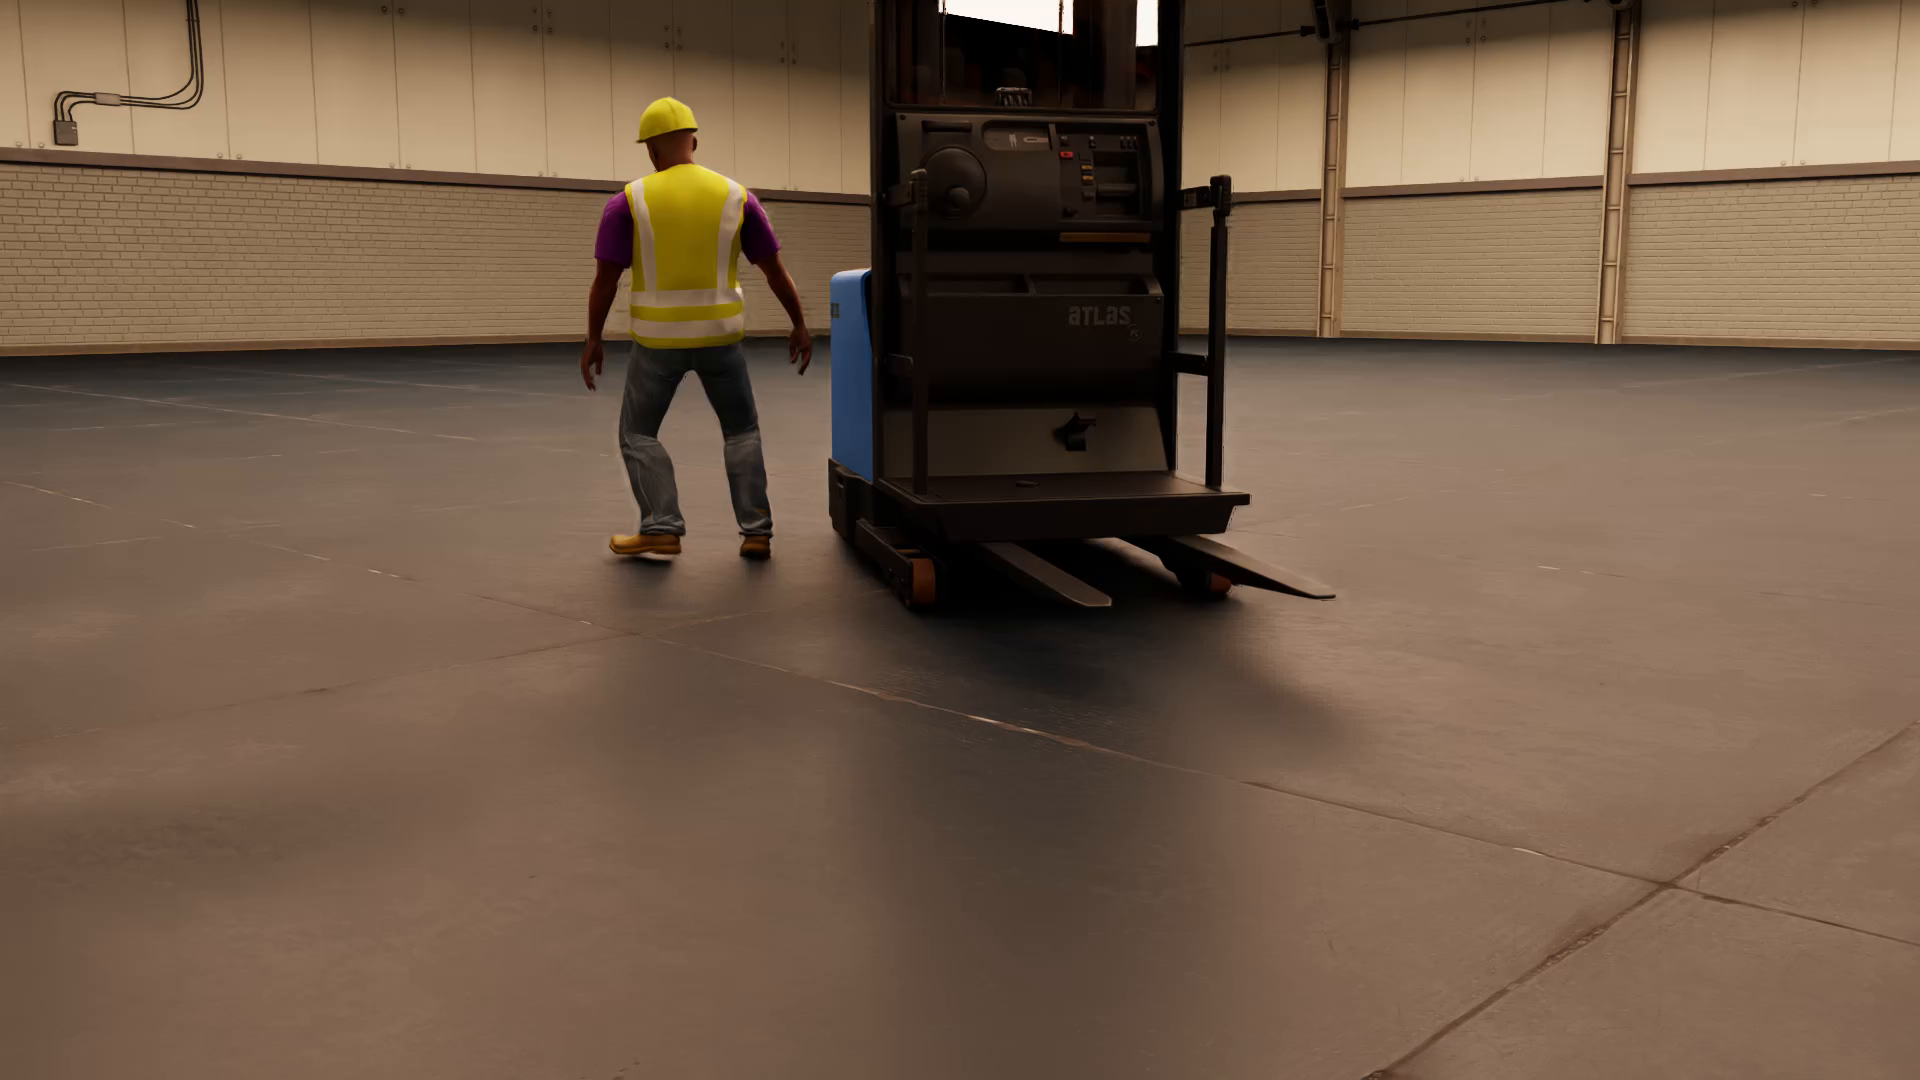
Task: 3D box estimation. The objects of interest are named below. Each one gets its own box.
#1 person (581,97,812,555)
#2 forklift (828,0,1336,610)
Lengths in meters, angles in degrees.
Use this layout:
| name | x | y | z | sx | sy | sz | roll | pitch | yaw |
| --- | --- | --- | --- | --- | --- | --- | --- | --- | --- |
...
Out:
| name | x | y | z | sx | sy | sz | roll | pitch | yaw |
| --- | --- | --- | --- | --- | --- | --- | --- | --- | --- |
| person | -0.987 | -0.766 | 6.263 | 0.866 | 1.742 | 0.396 | -2 | 9 | -15 |
| forklift | 0.293 | -1.293 | 5.463 | 1.130 | 2.935 | 3.031 | -2 | 9 | -13 |
